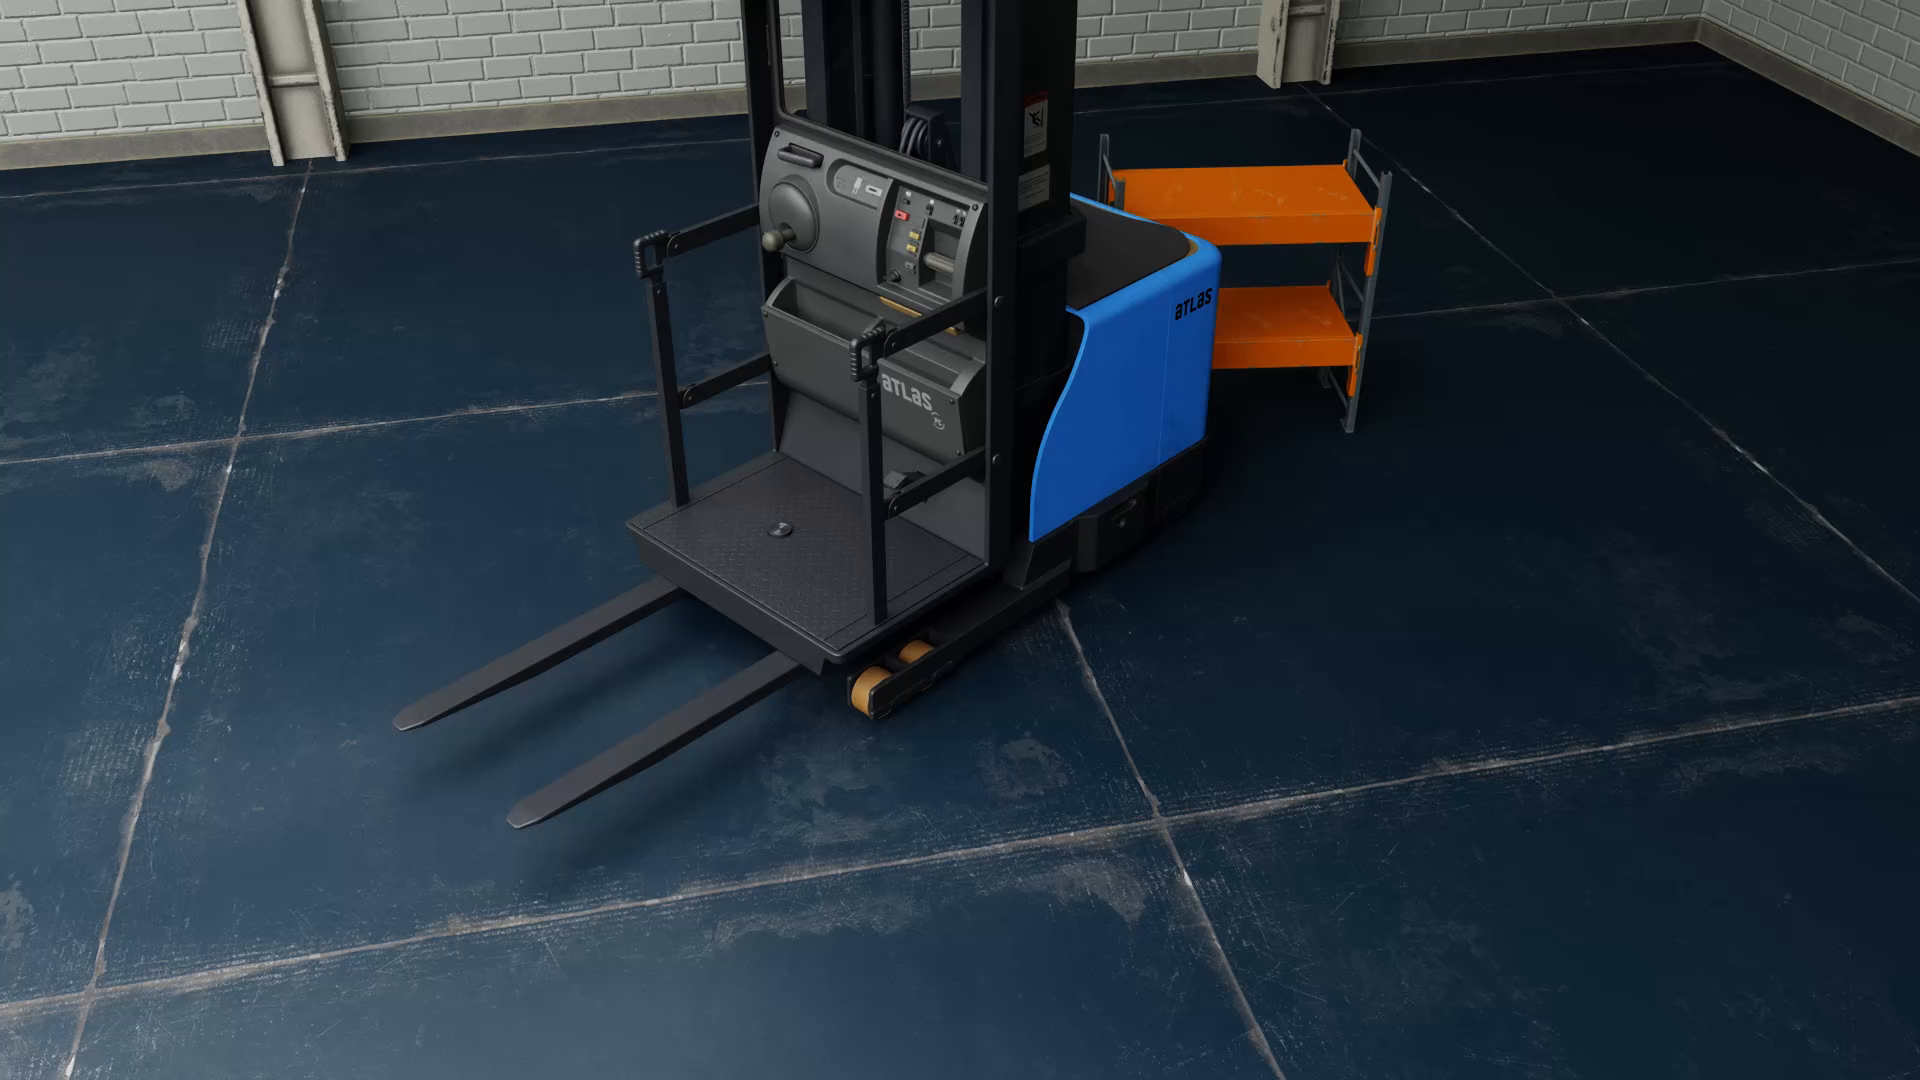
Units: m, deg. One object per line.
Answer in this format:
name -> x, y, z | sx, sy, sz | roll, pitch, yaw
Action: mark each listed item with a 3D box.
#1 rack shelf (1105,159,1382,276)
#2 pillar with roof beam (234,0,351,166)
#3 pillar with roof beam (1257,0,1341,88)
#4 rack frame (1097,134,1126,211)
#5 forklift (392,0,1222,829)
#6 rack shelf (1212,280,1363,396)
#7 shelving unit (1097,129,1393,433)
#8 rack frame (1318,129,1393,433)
rack shelf -> 1.099, -1.277, 6.618 | 1.000, 0.278, 0.538 | -2, 34, -3
pillar with roof beam -> -2.770, -3.619, 3.567 | 0.400, 9.000, 9.100 | -7, 35, -11
pillar with roof beam -> 3.082, -4.356, 4.666 | 0.400, 9.000, 9.100 | -7, 35, -11
rack frame -> 0.591, -1.017, 6.756 | 0.032, 1.125, 0.500 | -2, 34, -3
forklift -> -0.435, -0.963, 5.055 | 1.130, 2.935, 3.031 | 28, 43, 35
rack shelf -> 1.099, -0.831, 6.917 | 1.000, 0.278, 0.538 | -2, 34, -3
shelving unit -> 1.099, -1.034, 6.781 | 1.048, 1.125, 0.538 | -2, 34, -3
rack frame -> 1.606, -1.051, 6.806 | 0.032, 1.125, 0.500 | -2, 34, -3
